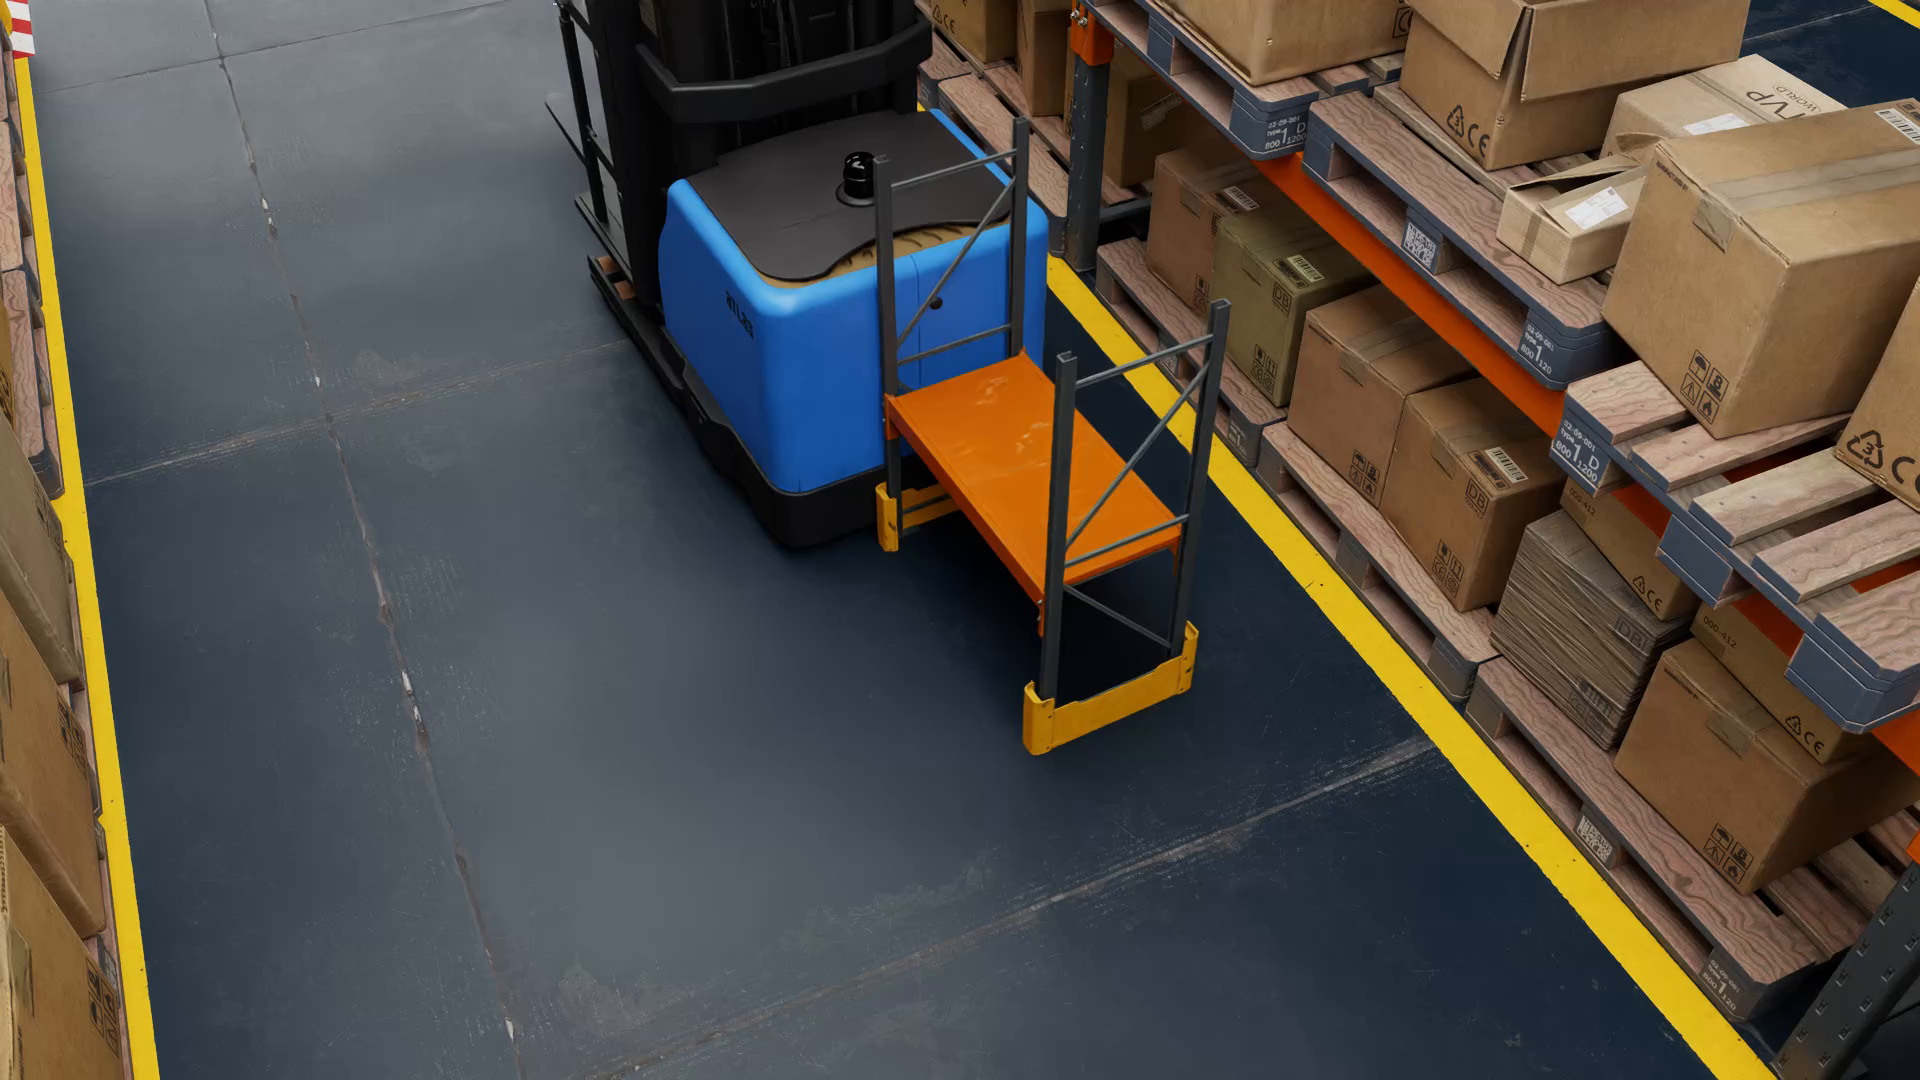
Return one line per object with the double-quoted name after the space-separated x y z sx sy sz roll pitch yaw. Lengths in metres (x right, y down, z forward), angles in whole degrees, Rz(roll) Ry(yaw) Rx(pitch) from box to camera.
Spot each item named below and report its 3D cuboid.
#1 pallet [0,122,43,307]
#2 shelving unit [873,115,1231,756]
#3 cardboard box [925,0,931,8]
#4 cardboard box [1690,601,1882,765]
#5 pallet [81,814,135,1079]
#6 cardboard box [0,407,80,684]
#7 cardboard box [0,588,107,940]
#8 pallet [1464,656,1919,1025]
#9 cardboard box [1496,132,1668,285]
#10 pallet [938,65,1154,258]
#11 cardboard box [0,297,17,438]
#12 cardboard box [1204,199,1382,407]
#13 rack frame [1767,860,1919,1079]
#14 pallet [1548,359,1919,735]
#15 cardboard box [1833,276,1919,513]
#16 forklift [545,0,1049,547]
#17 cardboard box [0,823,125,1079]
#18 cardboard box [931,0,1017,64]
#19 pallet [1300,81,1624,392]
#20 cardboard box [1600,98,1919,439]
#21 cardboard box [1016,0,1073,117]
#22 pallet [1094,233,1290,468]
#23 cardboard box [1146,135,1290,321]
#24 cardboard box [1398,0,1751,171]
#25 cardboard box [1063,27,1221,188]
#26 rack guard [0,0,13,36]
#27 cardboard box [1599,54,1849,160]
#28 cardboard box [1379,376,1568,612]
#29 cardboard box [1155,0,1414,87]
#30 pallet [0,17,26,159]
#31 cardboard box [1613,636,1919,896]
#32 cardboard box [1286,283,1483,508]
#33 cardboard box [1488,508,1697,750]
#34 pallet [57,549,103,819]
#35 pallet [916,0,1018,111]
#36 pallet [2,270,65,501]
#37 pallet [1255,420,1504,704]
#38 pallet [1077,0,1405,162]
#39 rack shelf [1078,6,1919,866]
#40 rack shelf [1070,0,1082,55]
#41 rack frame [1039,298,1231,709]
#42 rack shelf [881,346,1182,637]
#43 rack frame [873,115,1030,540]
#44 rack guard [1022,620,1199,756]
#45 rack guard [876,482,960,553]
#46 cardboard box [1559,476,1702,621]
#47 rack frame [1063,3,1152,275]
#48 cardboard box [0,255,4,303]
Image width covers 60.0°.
-4.396 -1.241 6.858 1.003 0.211 1.213 -18 47 -17 "pallet"
0.225 -0.301 4.987 0.587 1.500 1.083 -21 48 -20 "shelving unit"
0.006 -2.978 8.113 0.500 0.500 0.500 -14 46 -14 "cardboard box"
2.285 0.249 4.294 0.500 0.250 0.500 -16 47 -16 "cardboard box"
-2.721 1.293 4.289 1.003 0.211 1.213 -18 47 -17 "pallet"
-3.288 0.073 4.843 1.050 0.750 0.750 -18 47 -18 "cardboard box"
-2.886 0.689 4.219 1.050 0.750 0.750 -18 47 -17 "cardboard box"
2.267 0.695 4.895 1.003 0.211 1.213 -18 47 -17 "pallet"
1.648 -0.883 4.306 0.396 0.266 0.258 -19 48 -19 "cardboard box"
0.597 -1.773 7.396 1.003 0.211 1.213 -18 47 -17 "pallet"
-3.832 -0.762 5.600 0.875 0.875 0.875 -17 47 -17 "cardboard box"
1.334 -0.907 6.001 0.700 0.500 0.500 -18 47 -18 "cardboard box"
2.594 0.201 3.410 1.000 3.000 0.127 -18 47 -17 "rack frame"
2.198 -0.153 3.906 1.213 0.211 1.003 -18 47 -17 "pallet"
2.330 -0.316 3.565 0.500 0.500 0.500 -24 49 -22 "cardboard box"
-0.843 -2.051 5.742 1.130 2.935 3.031 -21 48 -20 "forklift"
-2.494 1.282 3.618 1.050 0.750 0.750 -17 47 -17 "cardboard box"
0.200 -2.609 7.740 0.500 0.500 0.500 -22 49 -21 "cardboard box"
1.724 -0.980 4.744 1.003 0.211 1.213 -18 47 -17 "pallet"
2.005 -0.642 3.895 0.700 0.500 0.500 -12 46 -12 "cardboard box"
0.532 -2.237 7.362 0.500 0.500 0.500 -5 45 -5 "cardboard box"
1.241 -0.859 6.471 1.003 0.211 1.213 -18 47 -17 "pallet"
1.151 -1.217 6.314 0.700 0.500 0.500 -22 49 -20 "cardboard box"
1.725 -1.457 4.718 0.797 0.503 0.637 -14 46 -13 "cardboard box"
0.780 -1.874 6.995 0.500 0.500 0.500 -19 48 -19 "cardboard box"
-5.323 -2.622 8.051 1.175 0.500 0.348 -18 47 -17 "rack guard"
2.098 -1.031 4.467 0.500 0.250 0.500 -19 48 -19 "cardboard box"
1.804 -0.196 5.279 0.700 0.500 0.500 -14 46 -14 "cardboard box"
1.119 -2.163 5.081 1.000 1.000 1.000 -18 47 -17 "cardboard box"
-4.905 -2.017 7.644 1.003 0.211 1.213 -18 47 -17 "pallet"
2.294 0.513 4.561 0.700 0.500 0.500 -20 48 -19 "cardboard box"
1.570 -0.551 5.639 0.700 0.500 0.500 -22 49 -21 "cardboard box"
2.049 0.164 4.915 0.700 0.500 0.500 -22 49 -21 "cardboard box"
-3.238 0.515 5.078 1.003 0.211 1.213 -18 47 -17 "pallet"
0.081 -2.551 8.185 1.003 0.211 1.213 -18 47 -17 "pallet"
-3.880 -0.462 6.068 1.003 0.211 1.213 -18 47 -17 "pallet"
1.758 -0.081 5.682 1.003 0.211 1.213 -18 47 -17 "pallet"
1.101 -1.750 5.524 1.003 0.211 1.213 -18 47 -17 "pallet"
1.753 -0.817 4.955 1.077 0.370 4.000 -18 47 -17 "rack shelf"
0.071 -3.366 7.538 1.077 0.370 4.000 -18 47 -17 "rack shelf"
0.463 0.008 4.674 0.500 1.500 0.032 -21 48 -20 "rack frame"
0.221 -0.178 5.119 0.538 0.185 1.000 -21 48 -20 "rack shelf"
-0.021 -0.620 5.311 0.500 1.500 0.032 -21 48 -20 "rack frame"
0.462 0.452 5.114 0.587 0.250 0.087 -21 48 -20 "rack guard"
-0.012 -0.163 5.737 0.587 0.250 0.087 -21 48 -20 "rack guard"
2.053 -0.086 4.634 0.500 0.250 0.500 -13 46 -13 "cardboard box"
0.912 -2.348 5.994 1.000 3.000 0.127 -18 47 -17 "rack frame"
-4.214 -1.335 6.181 0.875 0.875 0.875 -18 47 -17 "cardboard box"
